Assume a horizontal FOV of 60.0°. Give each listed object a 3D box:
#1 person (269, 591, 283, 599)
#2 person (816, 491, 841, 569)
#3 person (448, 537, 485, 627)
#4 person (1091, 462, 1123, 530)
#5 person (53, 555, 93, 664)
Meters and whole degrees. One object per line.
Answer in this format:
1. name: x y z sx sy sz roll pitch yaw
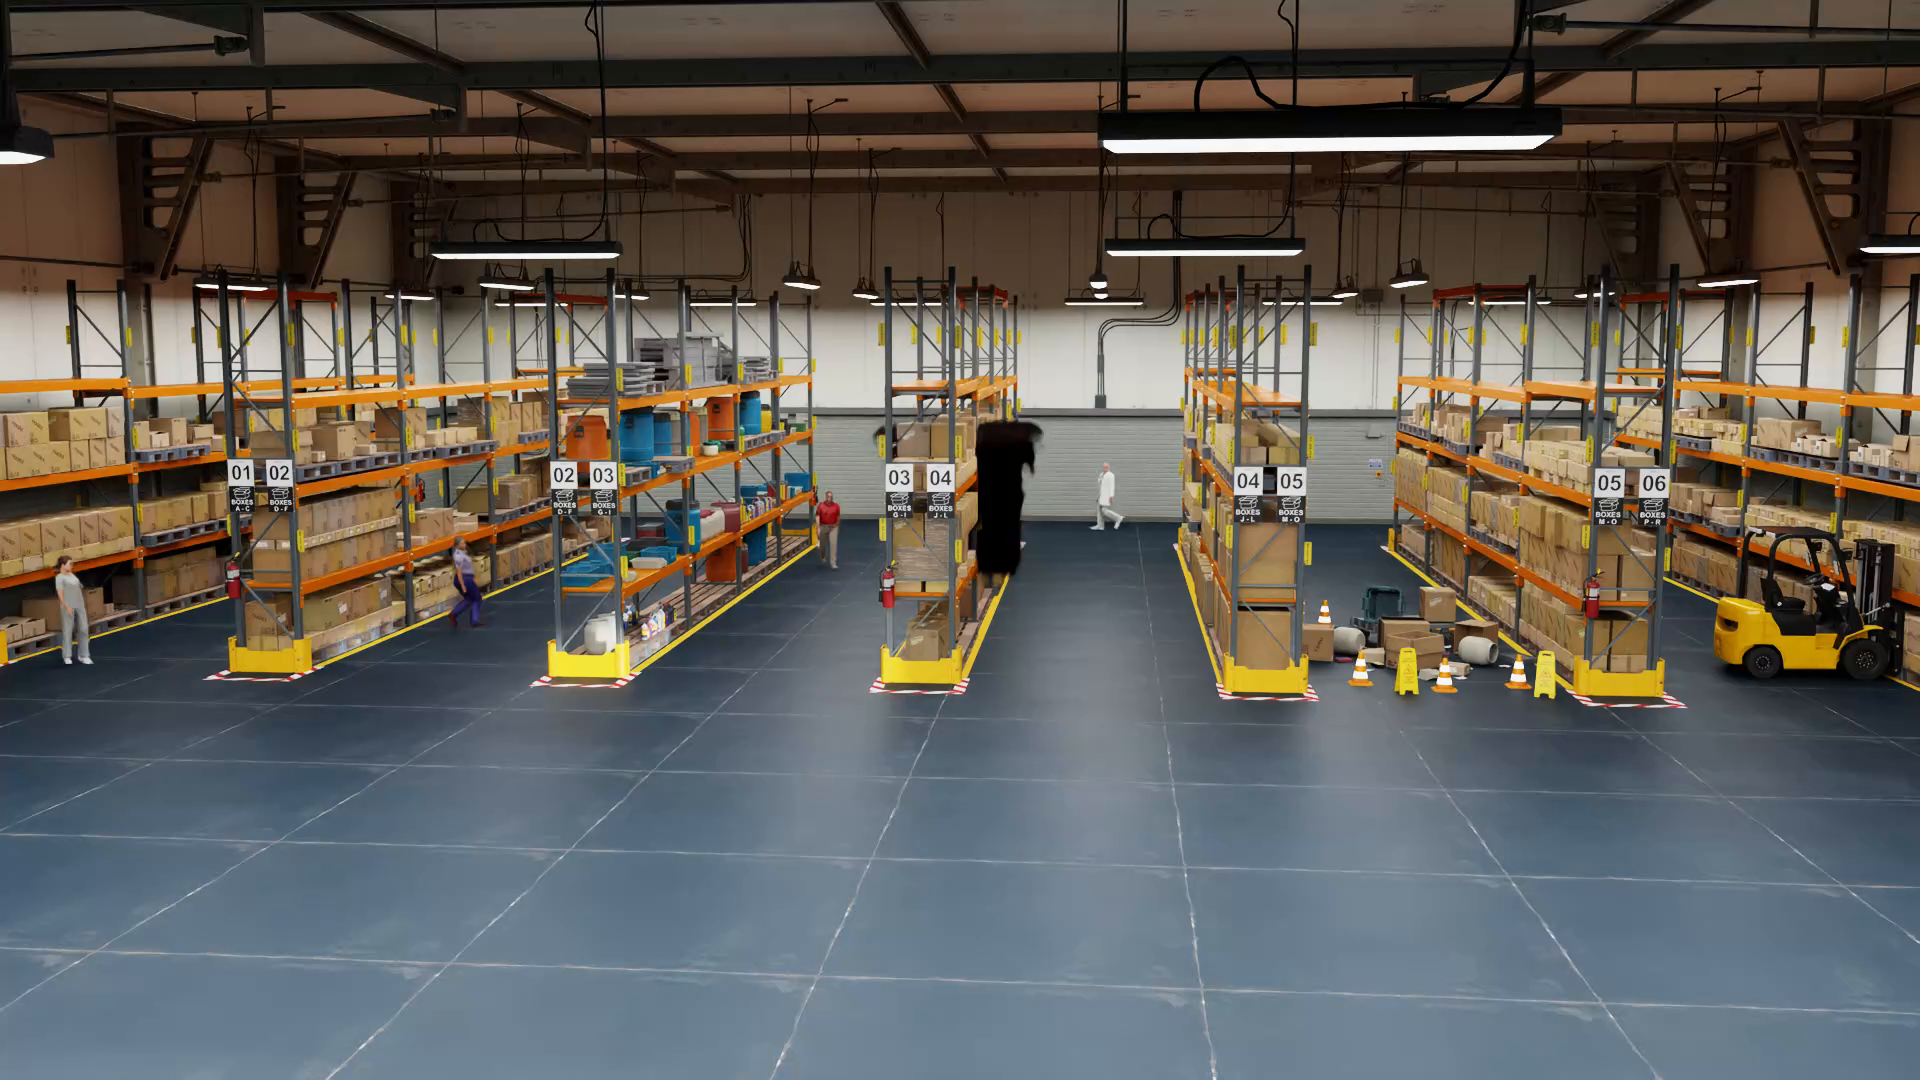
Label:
1. person: -12.925 0.361 31.365 0.569 1.737 0.419 -6 9 -43
2. person: -2.867 -0.228 36.219 0.546 1.685 0.991 -1 7 -6
3. person: -8.544 0.725 28.822 0.601 1.596 0.451 -5 8 -33
4. person: 3.816 -1.133 43.296 0.805 1.743 0.585 -1 7 -8
5. person: -13.647 1.086 25.566 0.506 1.709 0.483 4 8 31
